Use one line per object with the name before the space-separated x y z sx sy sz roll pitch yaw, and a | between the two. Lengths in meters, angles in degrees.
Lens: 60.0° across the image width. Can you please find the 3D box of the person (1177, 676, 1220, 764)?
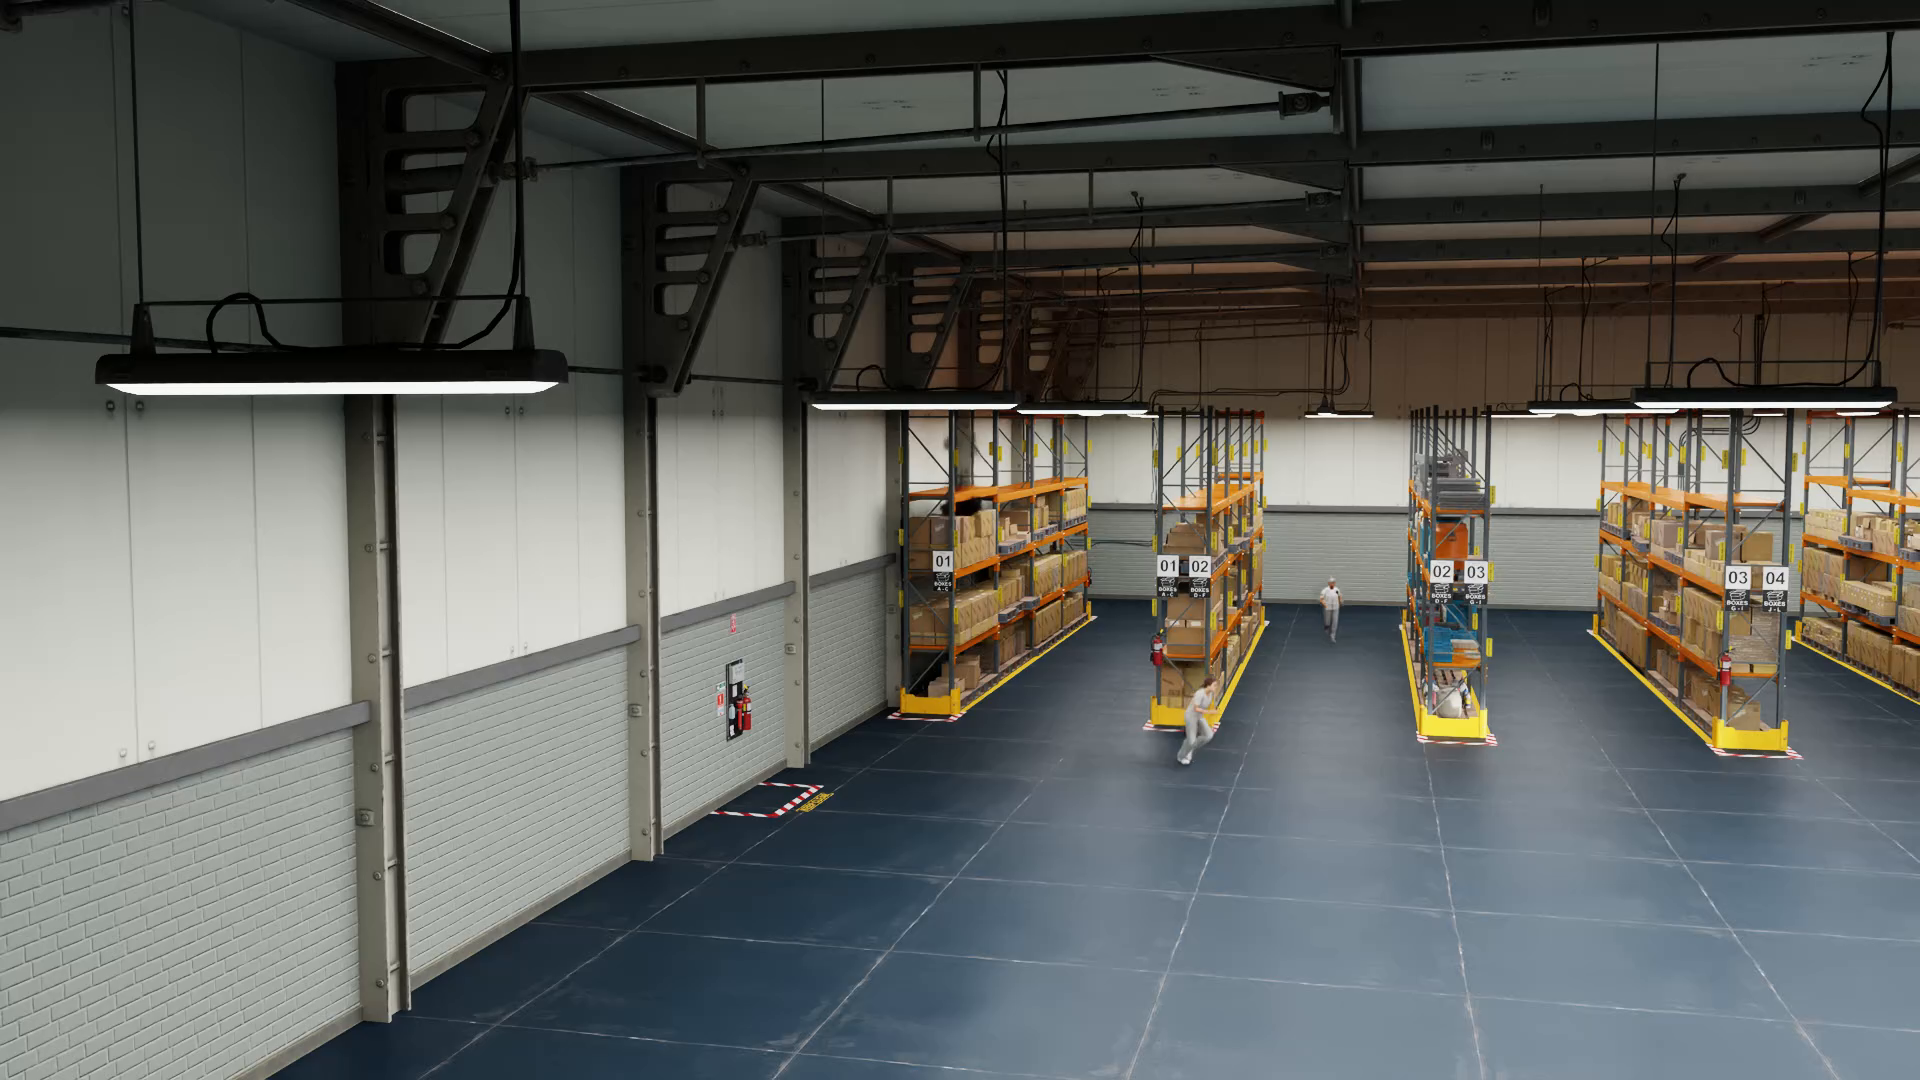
person | 3.990 2.987 27.611 0.846 1.510 0.591 4 5 41

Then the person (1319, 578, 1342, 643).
person | 9.664 1.814 43.301 0.611 1.647 0.754 0 4 3
